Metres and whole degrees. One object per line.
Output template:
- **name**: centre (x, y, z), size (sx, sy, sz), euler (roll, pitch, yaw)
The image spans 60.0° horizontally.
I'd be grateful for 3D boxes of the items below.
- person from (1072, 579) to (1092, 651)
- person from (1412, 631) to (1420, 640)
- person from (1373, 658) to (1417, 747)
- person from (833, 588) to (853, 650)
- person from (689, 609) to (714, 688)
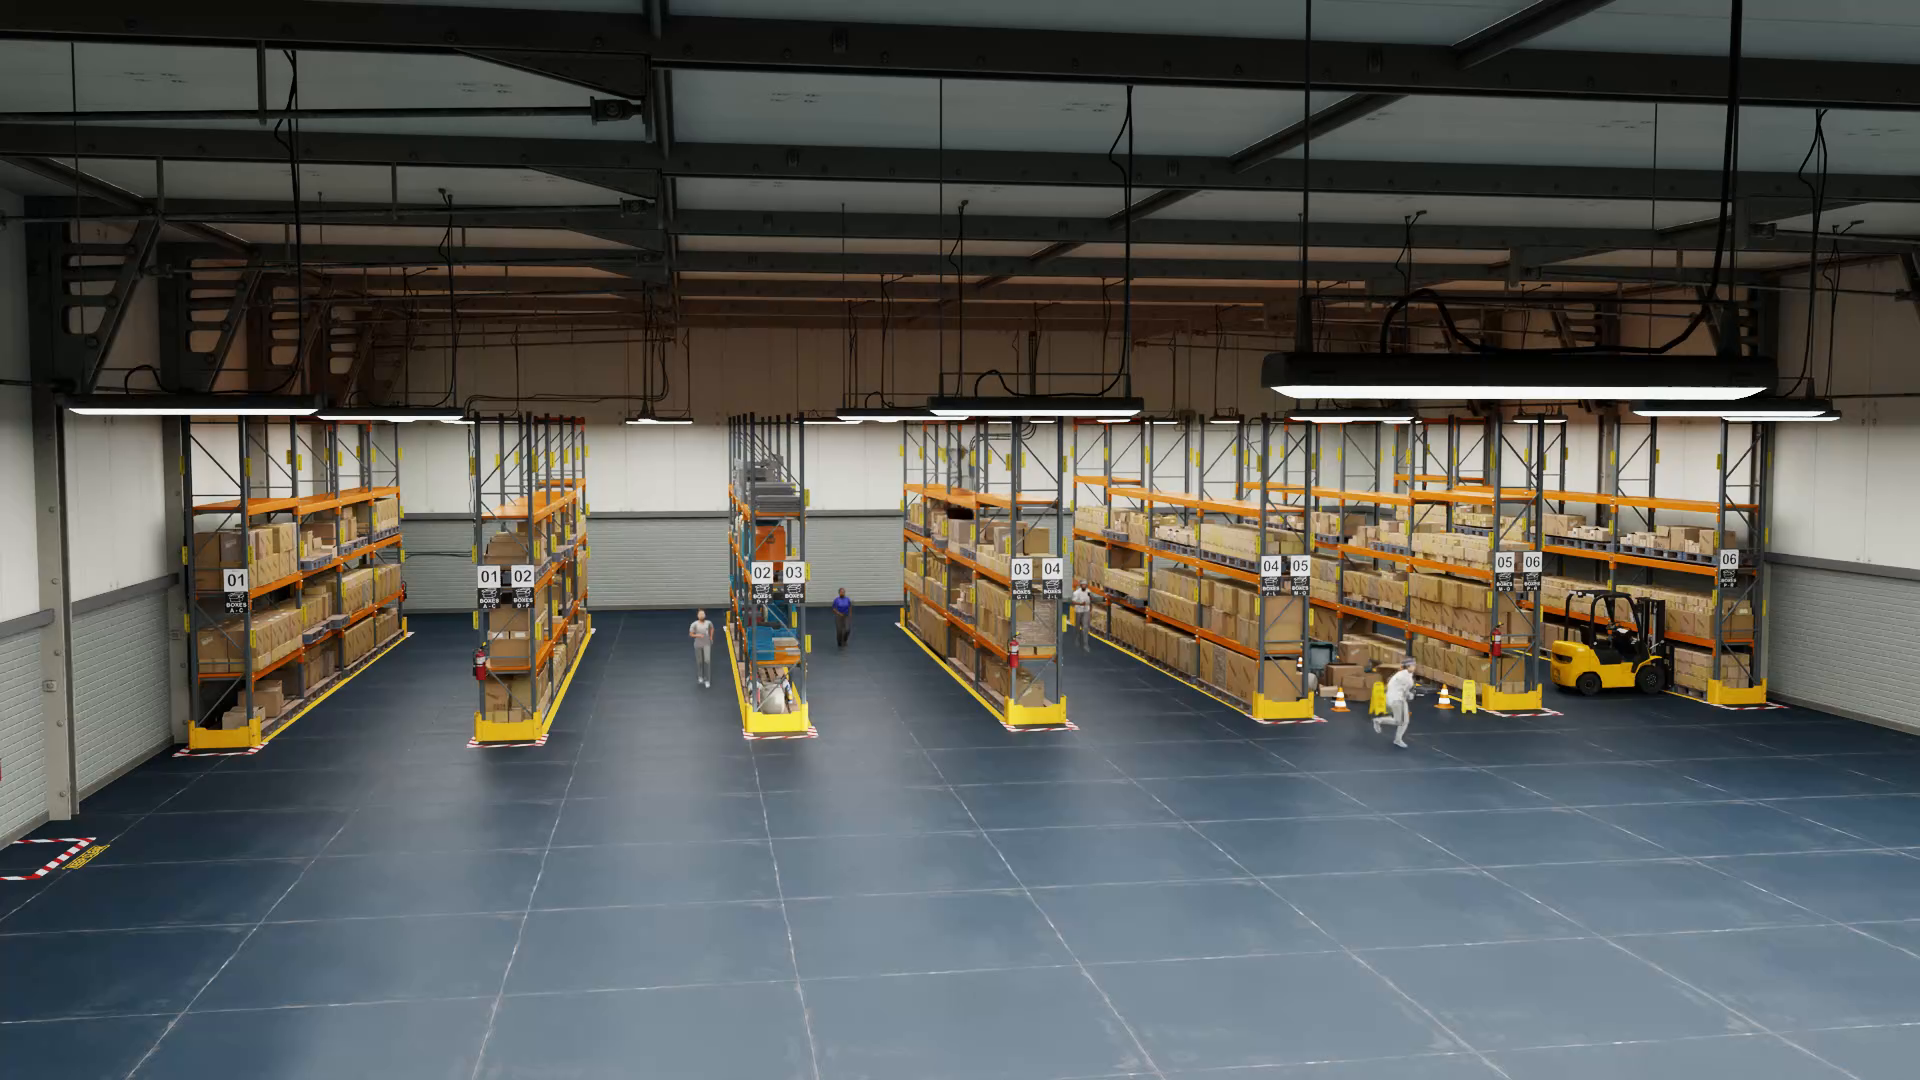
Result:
- **person**: centre (3.010, 1.821, 41.038), size (0.600, 1.761, 0.856), euler (-1, 4, -18)
- **person**: centre (11.611, 2.075, 42.266), size (0.573, 1.567, 0.476), euler (-1, 4, -20)
- **person**: centre (7.849, 2.906, 29.986), size (0.792, 1.623, 0.614), euler (3, 5, 36)
- **person**: centre (-2.987, 2.070, 42.552), size (0.551, 1.512, 0.663), euler (-1, 4, -19)
- **person**: centre (-5.709, 2.429, 36.792), size (0.550, 1.620, 0.796), euler (-1, 4, -12)
